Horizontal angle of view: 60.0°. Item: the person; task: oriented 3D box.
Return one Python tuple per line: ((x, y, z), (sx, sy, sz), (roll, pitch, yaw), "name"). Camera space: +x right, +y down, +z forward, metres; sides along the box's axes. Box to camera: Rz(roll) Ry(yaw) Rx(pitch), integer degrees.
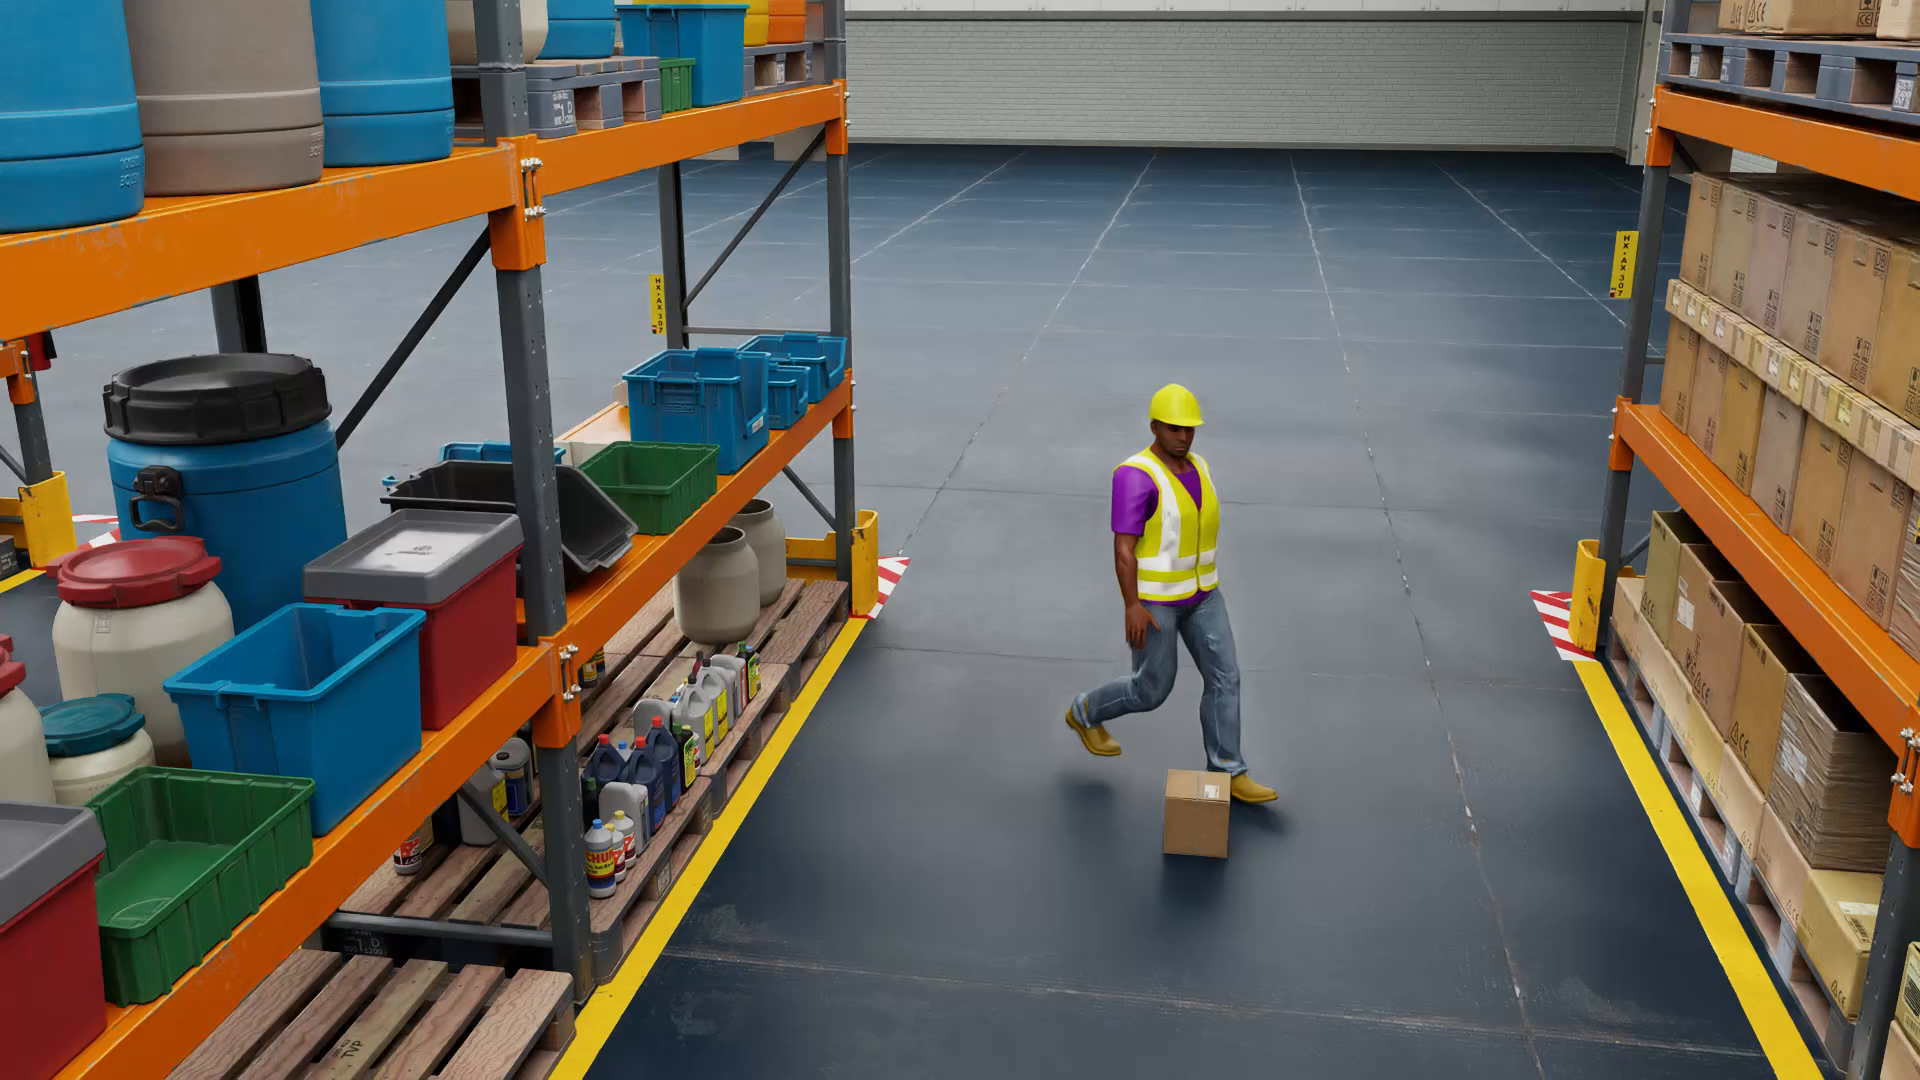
((0.909, 0.225, 6.883), (0.589, 1.724, 0.959), (-14, 23, -38), "person")
